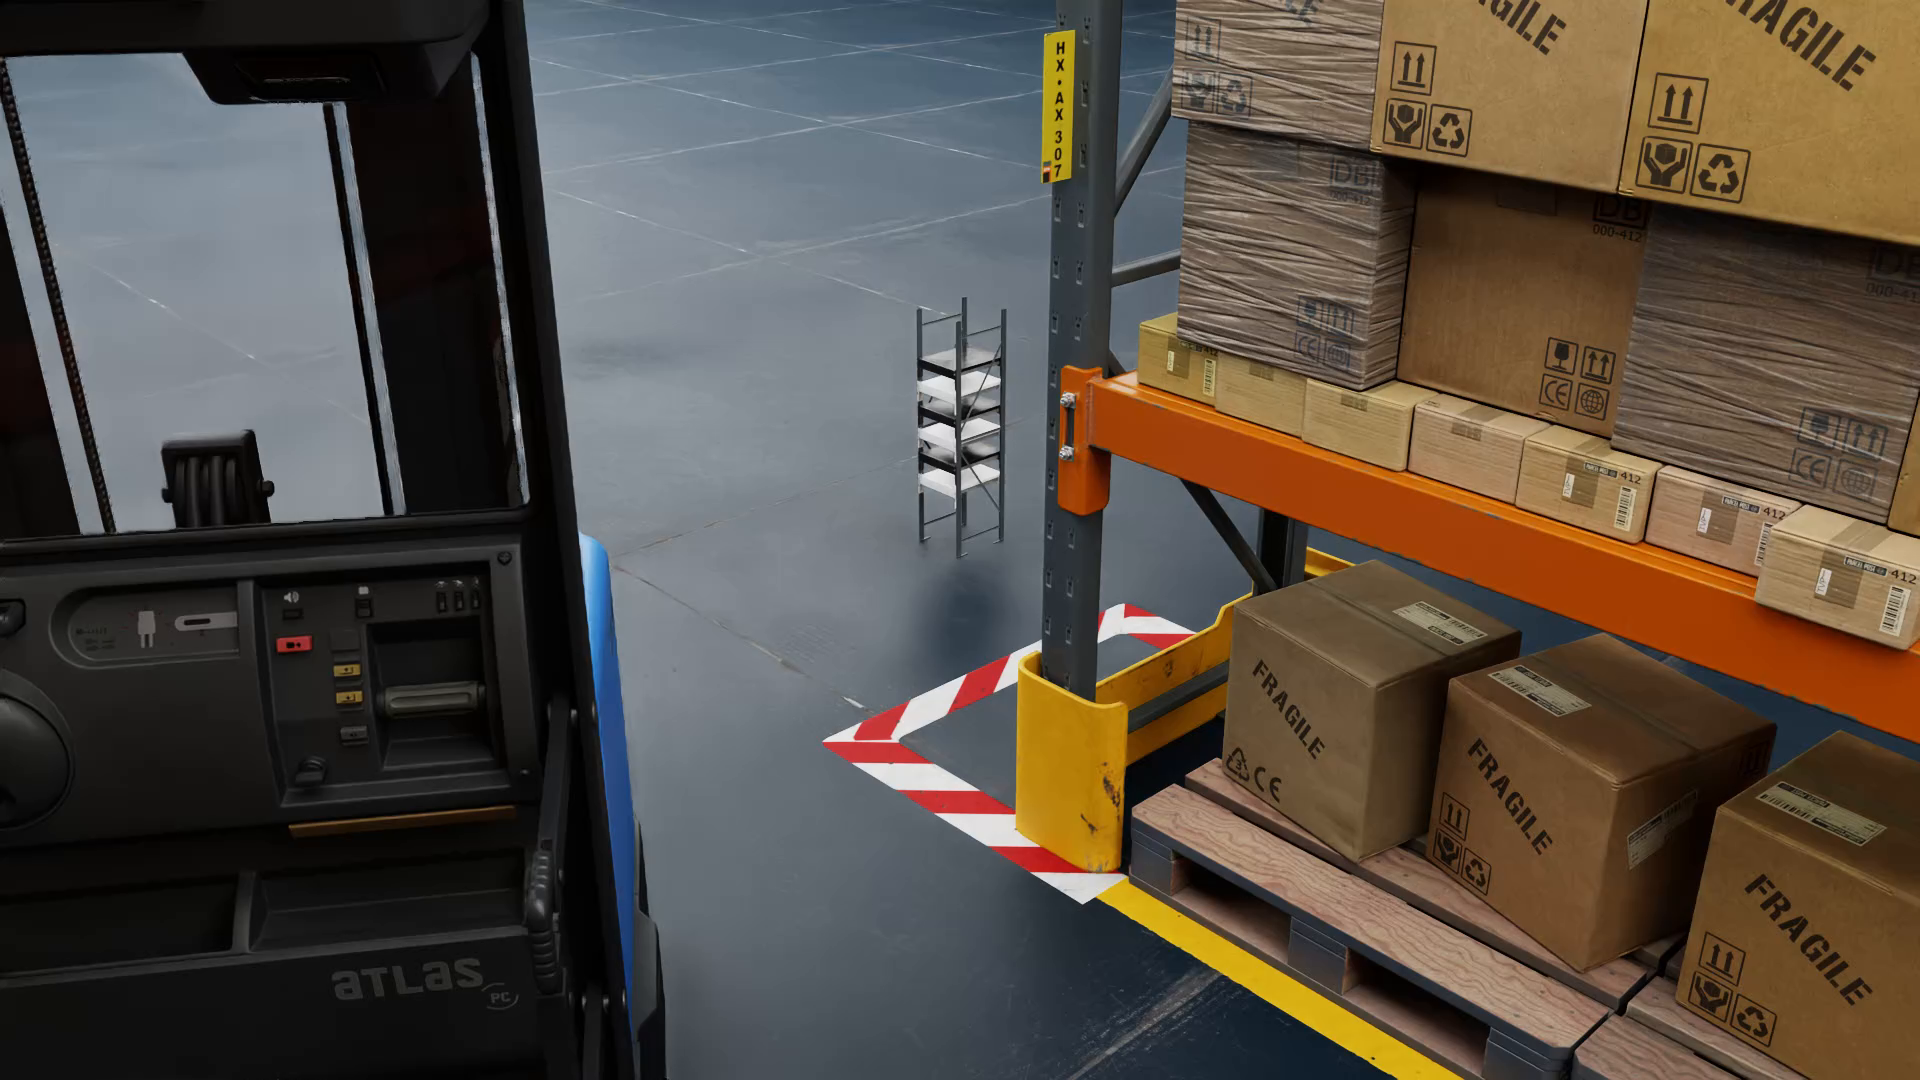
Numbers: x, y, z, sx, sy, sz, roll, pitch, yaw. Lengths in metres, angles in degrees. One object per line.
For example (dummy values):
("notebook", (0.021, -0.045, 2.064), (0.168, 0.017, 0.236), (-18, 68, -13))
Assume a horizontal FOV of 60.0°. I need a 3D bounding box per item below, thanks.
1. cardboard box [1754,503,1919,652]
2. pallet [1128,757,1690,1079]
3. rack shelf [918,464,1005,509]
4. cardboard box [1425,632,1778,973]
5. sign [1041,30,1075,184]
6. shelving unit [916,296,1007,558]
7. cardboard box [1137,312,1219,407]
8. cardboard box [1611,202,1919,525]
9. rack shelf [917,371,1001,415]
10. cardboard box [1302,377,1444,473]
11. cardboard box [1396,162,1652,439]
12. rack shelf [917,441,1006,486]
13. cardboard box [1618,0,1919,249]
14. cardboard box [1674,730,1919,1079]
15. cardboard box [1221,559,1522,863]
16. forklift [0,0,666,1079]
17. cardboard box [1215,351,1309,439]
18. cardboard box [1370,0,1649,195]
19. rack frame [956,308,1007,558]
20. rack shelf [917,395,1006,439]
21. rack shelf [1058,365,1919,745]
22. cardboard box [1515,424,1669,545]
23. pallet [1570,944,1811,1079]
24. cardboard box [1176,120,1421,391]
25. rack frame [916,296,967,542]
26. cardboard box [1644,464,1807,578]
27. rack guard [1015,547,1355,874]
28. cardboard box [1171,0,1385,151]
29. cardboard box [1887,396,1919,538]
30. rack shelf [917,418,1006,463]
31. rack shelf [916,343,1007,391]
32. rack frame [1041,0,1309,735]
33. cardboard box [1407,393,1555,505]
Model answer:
("cardboard box", (1.592, 0.027, 2.879), (0.380, 0.149, 0.250), (-21, 32, -38))
("pallet", (1.198, 0.825, 4.188), (1.003, 0.211, 1.213), (-21, 32, -38))
("rack shelf", (0.006, -0.213, 6.146), (0.258, 0.077, 0.200), (-21, 32, -38))
("cardboard box", (1.465, 0.588, 3.852), (0.500, 0.500, 0.500), (-12, 27, -25))
("sign", (0.221, -0.963, 3.704), (0.100, 0.325, 0.005), (-21, 32, -38))
("shelving unit", (0.006, -0.407, 6.058), (0.258, 0.900, 0.210), (-21, 32, -38))
("cardboard box", (0.638, -0.455, 3.936), (0.380, 0.149, 0.250), (-21, 32, -38))
("cardboard box", (1.712, -0.448, 3.140), (0.875, 0.500, 0.500), (-21, 32, -38))
("rack shelf", (0.006, -0.540, 5.997), (0.258, 0.077, 0.200), (-21, 32, -38))
("cardboard box", (0.954, -0.294, 3.582), (0.380, 0.149, 0.250), (-21, 32, -38))
("cardboard box", (1.402, -0.612, 3.499), (0.875, 0.500, 0.500), (-21, 32, -38))
("rack shelf", (0.006, -0.295, 6.109), (0.258, 0.077, 0.200), (-21, 32, -38))
("cardboard box", (1.473, -0.810, 2.729), (0.500, 0.500, 0.500), (-21, 32, -38))
("cardboard box", (1.879, 0.784, 3.424), (0.500, 0.500, 0.500), (-18, 30, -34))
("cardboard box", (1.031, 0.417, 4.227), (0.500, 0.500, 0.500), (-15, 28, -29))
("forklift", (-1.053, 0.249, 2.174), (1.130, 2.935, 3.031), (-4, 25, -9))
("cardboard box", (0.794, -0.374, 3.758), (0.380, 0.149, 0.250), (-21, 32, -38))
("cardboard box", (1.130, -0.961, 3.060), (0.500, 0.500, 0.500), (-21, 32, -38))
("rack frame", (0.075, -0.376, 5.990), (0.240, 0.900, 0.006), (-21, 32, -38))
("rack shelf", (0.006, -0.459, 6.034), (0.258, 0.077, 0.200), (-21, 32, -38))
("rack shelf", (1.984, 0.210, 3.042), (1.077, 0.370, 4.000), (-21, 32, -38))
("cardboard box", (1.306, -0.146, 3.259), (0.380, 0.149, 0.250), (-21, 32, -38))
("pallet", (2.028, 1.194, 3.378), (1.003, 0.211, 1.213), (-21, 32, -38))
("cardboard box", (0.973, -0.729, 3.756), (0.875, 0.500, 0.500), (-21, 32, -38))
("rack frame", (-0.064, -0.438, 6.125), (0.240, 0.900, 0.006), (-21, 32, -38))
("cardboard box", (1.497, -0.078, 3.110), (0.380, 0.149, 0.250), (-21, 32, -38))
("rack guard", (0.669, 0.437, 4.689), (1.175, 0.500, 0.348), (-21, 32, -38))
("cardboard box", (0.794, -1.115, 3.396), (0.500, 0.500, 0.500), (-21, 32, -38))
("cardboard box", (2.045, -0.293, 2.800), (0.875, 0.500, 0.500), (-21, 32, -38))
("rack shelf", (0.006, -0.377, 6.072), (0.258, 0.077, 0.200), (-21, 32, -38))
("rack shelf", (0.006, -0.622, 5.960), (0.258, 0.077, 0.200), (-21, 32, -38))
("rack frame", (0.617, -0.723, 4.221), (1.000, 3.000, 0.127), (-21, 32, -38))
("cardboard box", (1.140, -0.224, 3.429), (0.380, 0.149, 0.250), (-21, 32, -38))
